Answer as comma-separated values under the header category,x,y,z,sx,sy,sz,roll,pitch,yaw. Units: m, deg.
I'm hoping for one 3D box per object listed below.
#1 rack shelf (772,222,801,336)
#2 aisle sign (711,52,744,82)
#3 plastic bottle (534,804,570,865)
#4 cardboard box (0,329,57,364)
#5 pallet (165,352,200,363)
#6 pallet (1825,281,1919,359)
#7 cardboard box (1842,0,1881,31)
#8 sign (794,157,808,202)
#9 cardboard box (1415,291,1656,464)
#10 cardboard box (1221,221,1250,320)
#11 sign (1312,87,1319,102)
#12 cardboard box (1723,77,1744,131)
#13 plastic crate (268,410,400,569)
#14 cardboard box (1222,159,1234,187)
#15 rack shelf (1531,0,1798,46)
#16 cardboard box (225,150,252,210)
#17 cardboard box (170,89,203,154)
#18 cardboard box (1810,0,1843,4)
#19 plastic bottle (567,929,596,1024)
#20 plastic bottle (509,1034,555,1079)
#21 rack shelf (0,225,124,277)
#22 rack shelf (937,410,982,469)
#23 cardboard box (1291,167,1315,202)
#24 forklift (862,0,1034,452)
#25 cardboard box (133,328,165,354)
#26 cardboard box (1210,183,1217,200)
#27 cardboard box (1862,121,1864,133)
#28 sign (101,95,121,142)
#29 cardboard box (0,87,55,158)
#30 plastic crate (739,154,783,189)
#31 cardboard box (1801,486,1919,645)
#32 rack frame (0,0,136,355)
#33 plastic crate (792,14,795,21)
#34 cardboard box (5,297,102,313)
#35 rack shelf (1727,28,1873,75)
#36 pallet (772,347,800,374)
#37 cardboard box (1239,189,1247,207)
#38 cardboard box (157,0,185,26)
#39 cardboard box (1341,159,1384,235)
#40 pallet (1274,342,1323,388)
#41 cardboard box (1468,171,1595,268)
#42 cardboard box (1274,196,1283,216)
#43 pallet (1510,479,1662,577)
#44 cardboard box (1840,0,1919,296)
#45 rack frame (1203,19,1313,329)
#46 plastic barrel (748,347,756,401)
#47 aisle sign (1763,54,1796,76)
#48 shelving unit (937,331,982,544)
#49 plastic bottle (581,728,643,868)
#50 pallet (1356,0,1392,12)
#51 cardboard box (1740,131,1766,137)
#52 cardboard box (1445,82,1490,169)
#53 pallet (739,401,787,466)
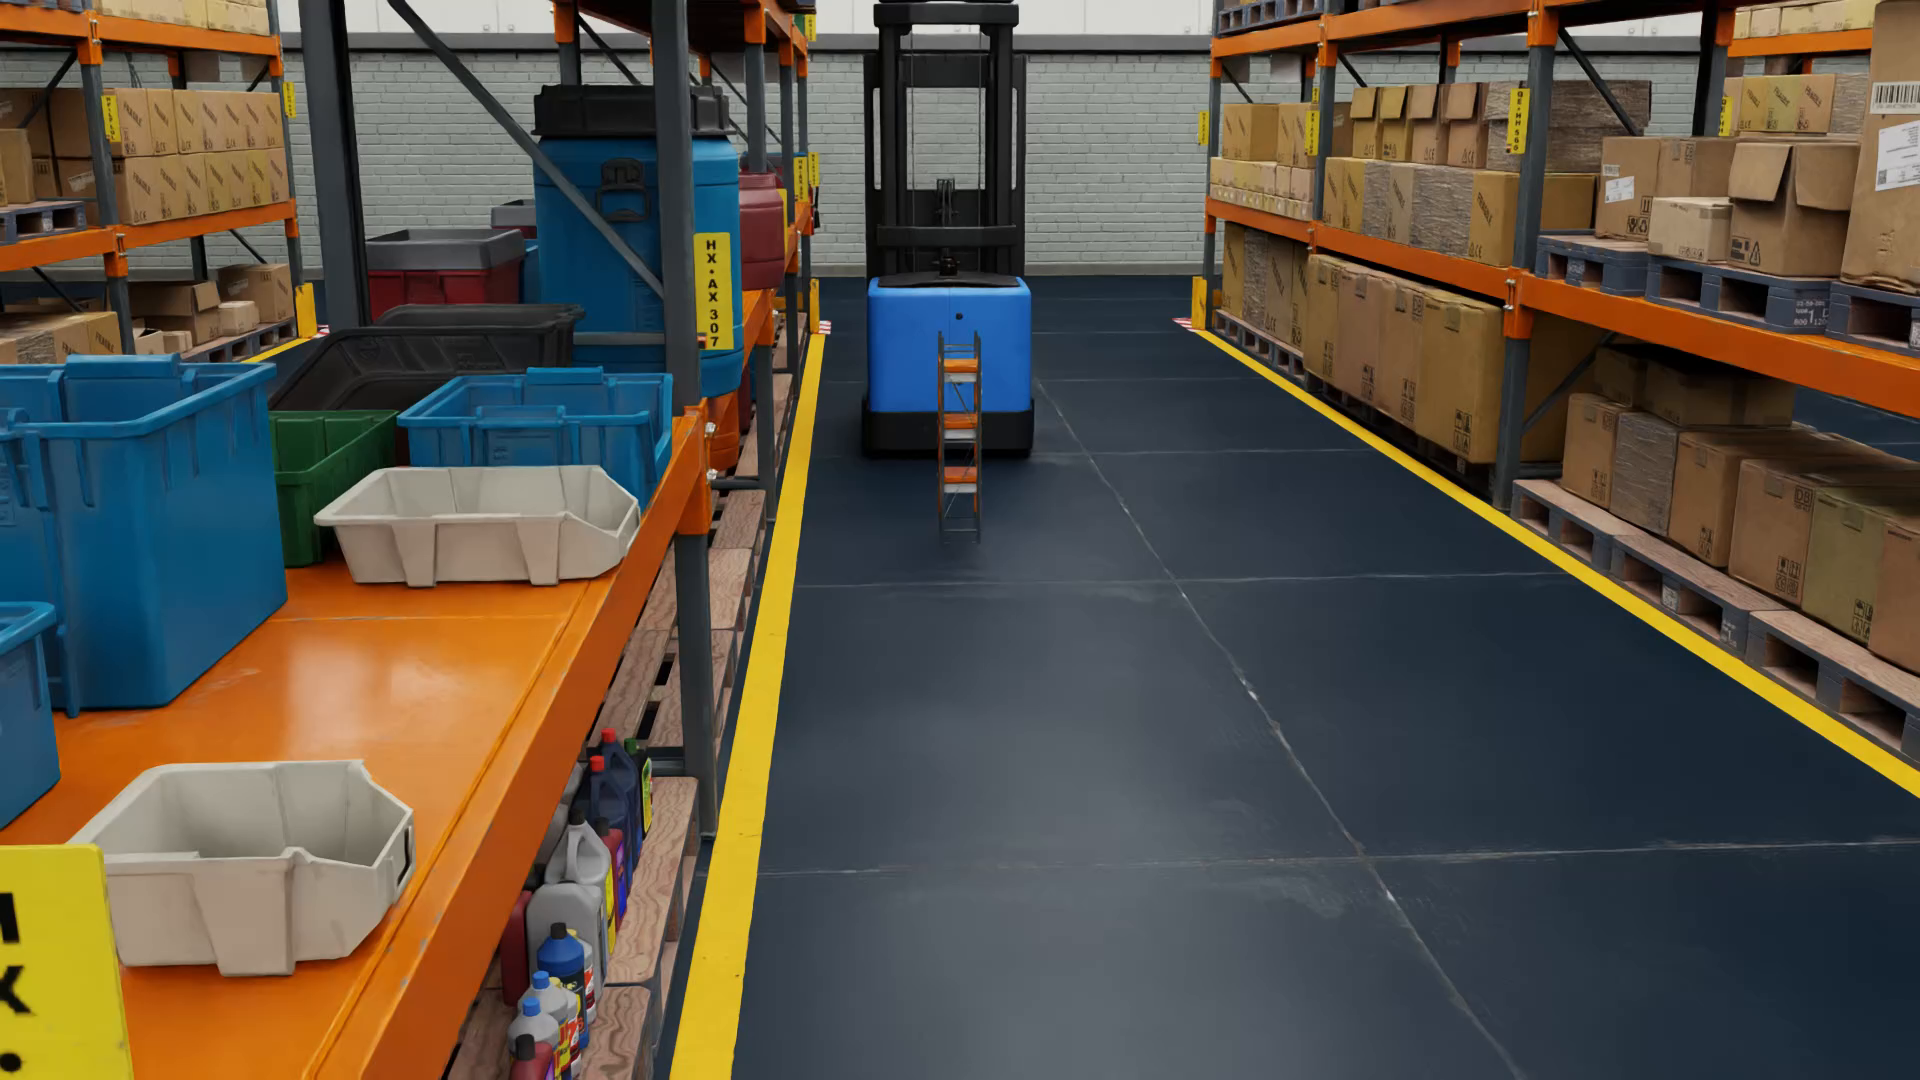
category,x,y,z,sx,sy,sz,roll,pitch,yaw
rack shelf,-1.611,-1.700,10.556,1.077,0.370,4.000,-1,14,-3
aisle sign,-2.284,-4.813,15.994,0.394,0.787,0.004,-1,14,-3
plastic bottle,-1.046,0.762,4.128,0.152,0.276,0.135,-1,14,-3
cardboard box,-6.309,-1.106,10.940,0.500,0.500,0.500,-1,14,-3
pallet,-6.720,-1.290,13.118,1.003,0.211,1.213,-1,14,-3
pallet,3.802,-0.732,5.736,1.003,0.211,1.213,-1,14,-3
cardboard box,7.814,-4.422,13.974,0.500,0.250,0.500,-1,14,-4
sign,-1.186,-2.688,12.397,0.100,0.325,0.005,-1,14,-3
cardboard box,3.434,-0.973,9.711,1.225,0.875,0.875,-2,15,-6
cardboard box,3.080,-2.633,16.162,0.875,0.875,0.875,-1,14,-3
sign,3.503,-4.297,16.409,0.100,0.325,0.005,-1,14,-3
cardboard box,7.680,-4.229,16.139,0.500,0.500,0.500,-1,14,-4
plastic crate,-1.437,-0.111,3.364,0.450,0.188,0.662,-1,14,-3
cardboard box,2.760,-3.435,15.563,0.500,0.250,0.500,-1,14,-4
rack shelf,3.580,-2.234,6.613,1.077,0.370,4.000,-1,14,-3
cardboard box,-6.566,-3.153,14.560,0.500,0.500,0.500,-1,14,-3
cardboard box,-6.491,-3.380,13.437,0.500,0.500,0.500,-1,14,-5
cardboard box,7.771,-4.796,14.424,0.500,0.250,0.500,-1,14,-6
plastic bottle,-0.839,0.939,3.588,0.097,0.201,0.097,0,14,0
plastic bottle,-0.788,1.029,3.075,0.061,0.283,0.133,-1,14,-3
rack shelf,-6.555,-1.624,10.263,1.077,0.370,4.000,-1,14,-3
rack shelf,-0.003,-0.511,8.450,0.215,0.259,0.240,-1,14,-3
cardboard box,2.919,-2.799,13.090,0.500,0.250,0.500,-1,14,-4
forklift,-0.109,-2.295,11.566,1.130,2.935,3.031,0,14,-2
cardboard box,-6.489,-1.489,12.805,0.500,0.311,0.500,-1,14,-3
cardboard box,2.653,-3.402,16.232,0.380,0.149,0.250,-1,14,-3
cardboard box,7.829,-3.591,13.660,0.500,0.500,0.500,-1,14,-5
sign,-6.125,-3.040,11.999,0.100,0.325,0.005,-1,14,-3
cardboard box,-6.969,-3.124,12.442,0.500,0.500,0.500,-1,14,-3
plastic crate,-1.540,-2.831,13.262,0.402,0.464,0.583,-1,14,-3
cardboard box,3.677,0.093,6.278,0.700,0.500,0.500,-1,14,-4
rack frame,-6.679,-2.470,12.106,1.000,3.000,0.127,-1,14,-3
plastic crate,-1.607,-4.355,13.943,0.437,0.136,0.530,-1,14,-3
cardboard box,-6.997,-1.610,12.897,0.500,0.500,0.500,-1,14,-3
rack shelf,8.041,-4.275,14.546,1.077,0.370,4.000,-1,14,-3
pallet,-1.819,-1.377,13.456,1.003,0.211,1.213,-1,14,-3
cardboard box,2.736,-3.082,14.989,0.380,0.149,0.250,-1,14,-4
cardboard box,-6.519,-4.224,13.203,0.500,0.250,0.500,-1,14,-3
cardboard box,3.020,-2.427,11.739,0.500,0.500,0.500,-1,14,-3
pallet,3.240,-1.462,13.784,1.003,0.211,1.213,-1,14,-3
cardboard box,3.179,-1.794,9.280,0.500,0.500,0.500,0,14,-2
cardboard box,2.815,-2.763,13.749,0.380,0.149,0.250,-1,14,-2
pallet,3.503,-0.082,8.423,1.003,0.211,1.213,-1,14,-3
cardboard box,3.795,-1.326,5.613,1.000,1.000,1.000,-1,14,-3
rack frame,2.961,-3.617,16.563,1.000,3.000,0.127,-1,14,-3
plastic barrel,-1.674,-1.421,11.398,0.600,0.901,0.708,-1,14,-3
aisle sign,8.212,-4.950,16.528,0.394,0.787,0.004,-1,14,-3
shelving unit,-0.003,-0.522,8.447,0.215,1.050,0.252,-1,14,-3
plastic bottle,-0.912,0.670,4.337,0.144,0.351,0.185,-1,14,-5
pallet,3.315,-3.755,11.464,0.805,0.209,1.217,-1,15,-6
cardboard box,7.728,-3.612,15.747,0.500,0.500,0.500,-1,14,-3
cardboard box,3.390,-2.506,10.031,0.797,0.503,0.637,-1,14,-2
pallet,-1.650,-0.698,10.817,1.003,0.211,1.213,-1,14,-3
